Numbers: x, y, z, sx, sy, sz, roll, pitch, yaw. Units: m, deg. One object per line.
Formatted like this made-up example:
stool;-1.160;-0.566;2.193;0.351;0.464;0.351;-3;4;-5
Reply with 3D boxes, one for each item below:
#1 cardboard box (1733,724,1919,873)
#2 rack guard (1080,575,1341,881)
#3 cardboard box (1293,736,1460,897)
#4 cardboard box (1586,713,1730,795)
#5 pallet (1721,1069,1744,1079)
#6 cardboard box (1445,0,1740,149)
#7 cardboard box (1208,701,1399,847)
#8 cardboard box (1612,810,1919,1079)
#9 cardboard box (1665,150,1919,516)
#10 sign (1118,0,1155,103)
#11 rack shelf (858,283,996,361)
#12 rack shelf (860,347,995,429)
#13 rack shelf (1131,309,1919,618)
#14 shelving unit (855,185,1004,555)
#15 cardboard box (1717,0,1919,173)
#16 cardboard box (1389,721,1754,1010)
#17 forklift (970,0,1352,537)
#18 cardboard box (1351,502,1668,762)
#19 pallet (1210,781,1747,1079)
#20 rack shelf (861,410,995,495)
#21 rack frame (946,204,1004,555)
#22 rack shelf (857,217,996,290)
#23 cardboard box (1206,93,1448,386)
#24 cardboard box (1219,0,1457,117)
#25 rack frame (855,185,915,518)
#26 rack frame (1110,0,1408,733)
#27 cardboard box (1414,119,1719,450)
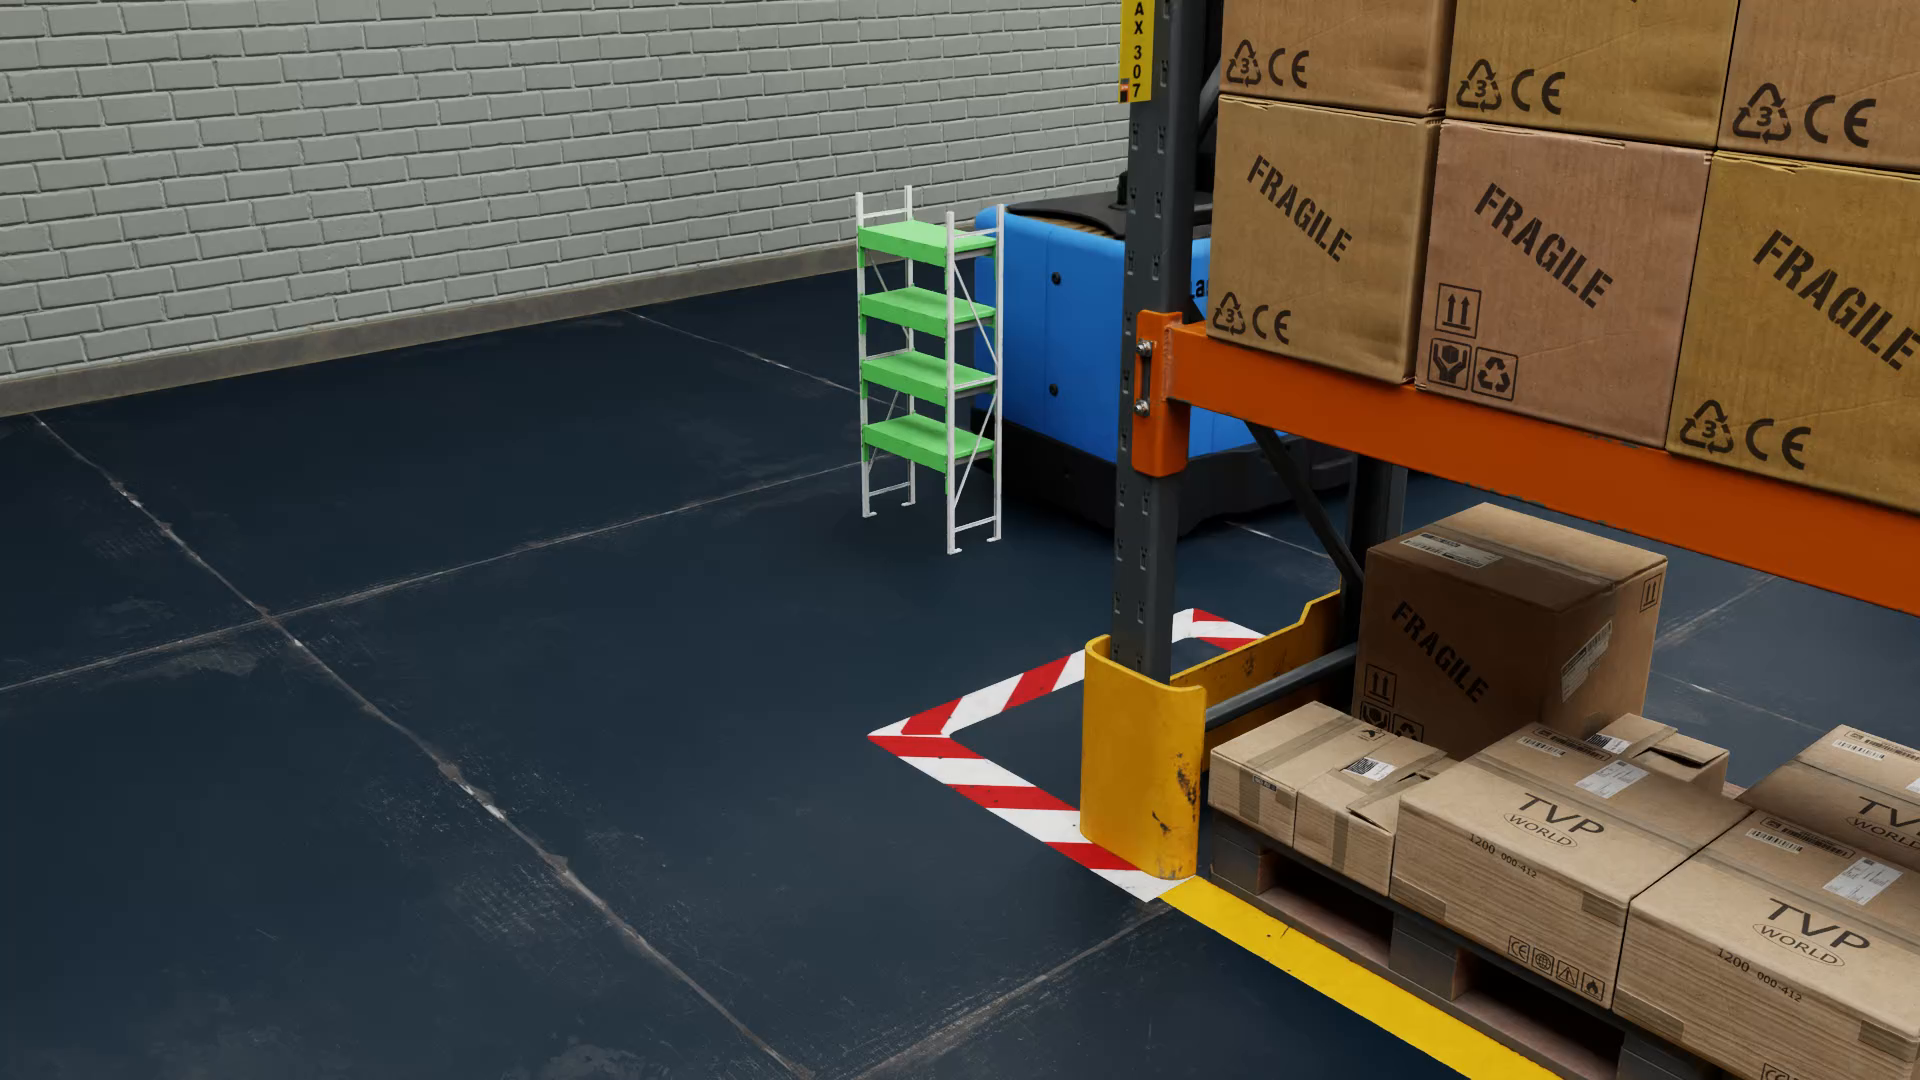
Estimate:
cardboard box;1.916;0.647;3.386;0.500;0.250;0.500;-17;27;-37
rack guard;0.826;0.395;4.289;1.175;0.500;0.348;-17;27;-37
cardboard box;0.953;0.591;3.643;0.380;0.166;0.250;-17;27;-37
cardboard box;1.514;0.550;3.749;0.380;0.166;0.250;-17;27;-37
pallet;2.140;1.087;2.920;1.003;0.211;1.213;-17;27;-37
cardboard box;1.213;-0.974;2.849;0.500;0.500;0.500;-17;27;-37
cardboard box;0.790;0.530;3.823;0.380;0.149;0.250;-17;27;-37
cardboard box;1.569;0.780;3.047;0.500;0.250;0.500;-17;27;-37
cardboard box;1.533;-0.370;2.679;0.500;0.500;0.500;-18;27;-38
sign;0.366;-1.064;3.399;0.100;0.325;0.005;-17;27;-37
rack shelf;-0.108;-0.768;5.818;0.258;0.148;0.480;-17;27;-37
rack shelf;-0.108;-0.545;5.905;0.258;0.148;0.480;-17;27;-37
rack shelf;2.082;0.098;2.608;1.077;0.370;4.000;-17;27;-37
shelving unit;-0.108;-0.604;5.882;0.258;1.200;0.503;-17;27;-37
cardboard box;1.536;-0.834;2.493;0.500;0.500;0.500;-17;27;-37
cardboard box;1.243;0.642;3.400;0.500;0.250;0.500;-17;27;-37
forklift;1.539;-1.775;6.496;3.031;2.935;1.130;-14;26;-32
cardboard box;1.318;0.261;4.029;0.500;0.500;0.500;-17;27;-37
pallet;1.347;0.750;3.780;1.003;0.211;1.213;-17;27;-37
rack shelf;-0.108;-0.321;5.993;0.258;0.148;0.480;-17;27;-37
rack frame;0.051;-0.537;5.710;0.240;1.200;0.015;-17;27;-37
rack shelf;-0.108;-0.992;5.730;0.258;0.148;0.480;-17;27;-37
cardboard box;0.867;-0.651;3.396;0.500;0.500;0.500;-17;27;-36
cardboard box;0.867;-1.116;3.213;0.500;0.500;0.500;-16;27;-36
rack frame;-0.267;-0.672;6.054;0.240;1.200;0.015;-17;27;-37
rack frame;0.777;-0.790;3.887;1.000;3.000;0.127;-17;27;-37
cardboard box;1.207;-0.510;3.035;0.500;0.500;0.500;-18;28;-38
